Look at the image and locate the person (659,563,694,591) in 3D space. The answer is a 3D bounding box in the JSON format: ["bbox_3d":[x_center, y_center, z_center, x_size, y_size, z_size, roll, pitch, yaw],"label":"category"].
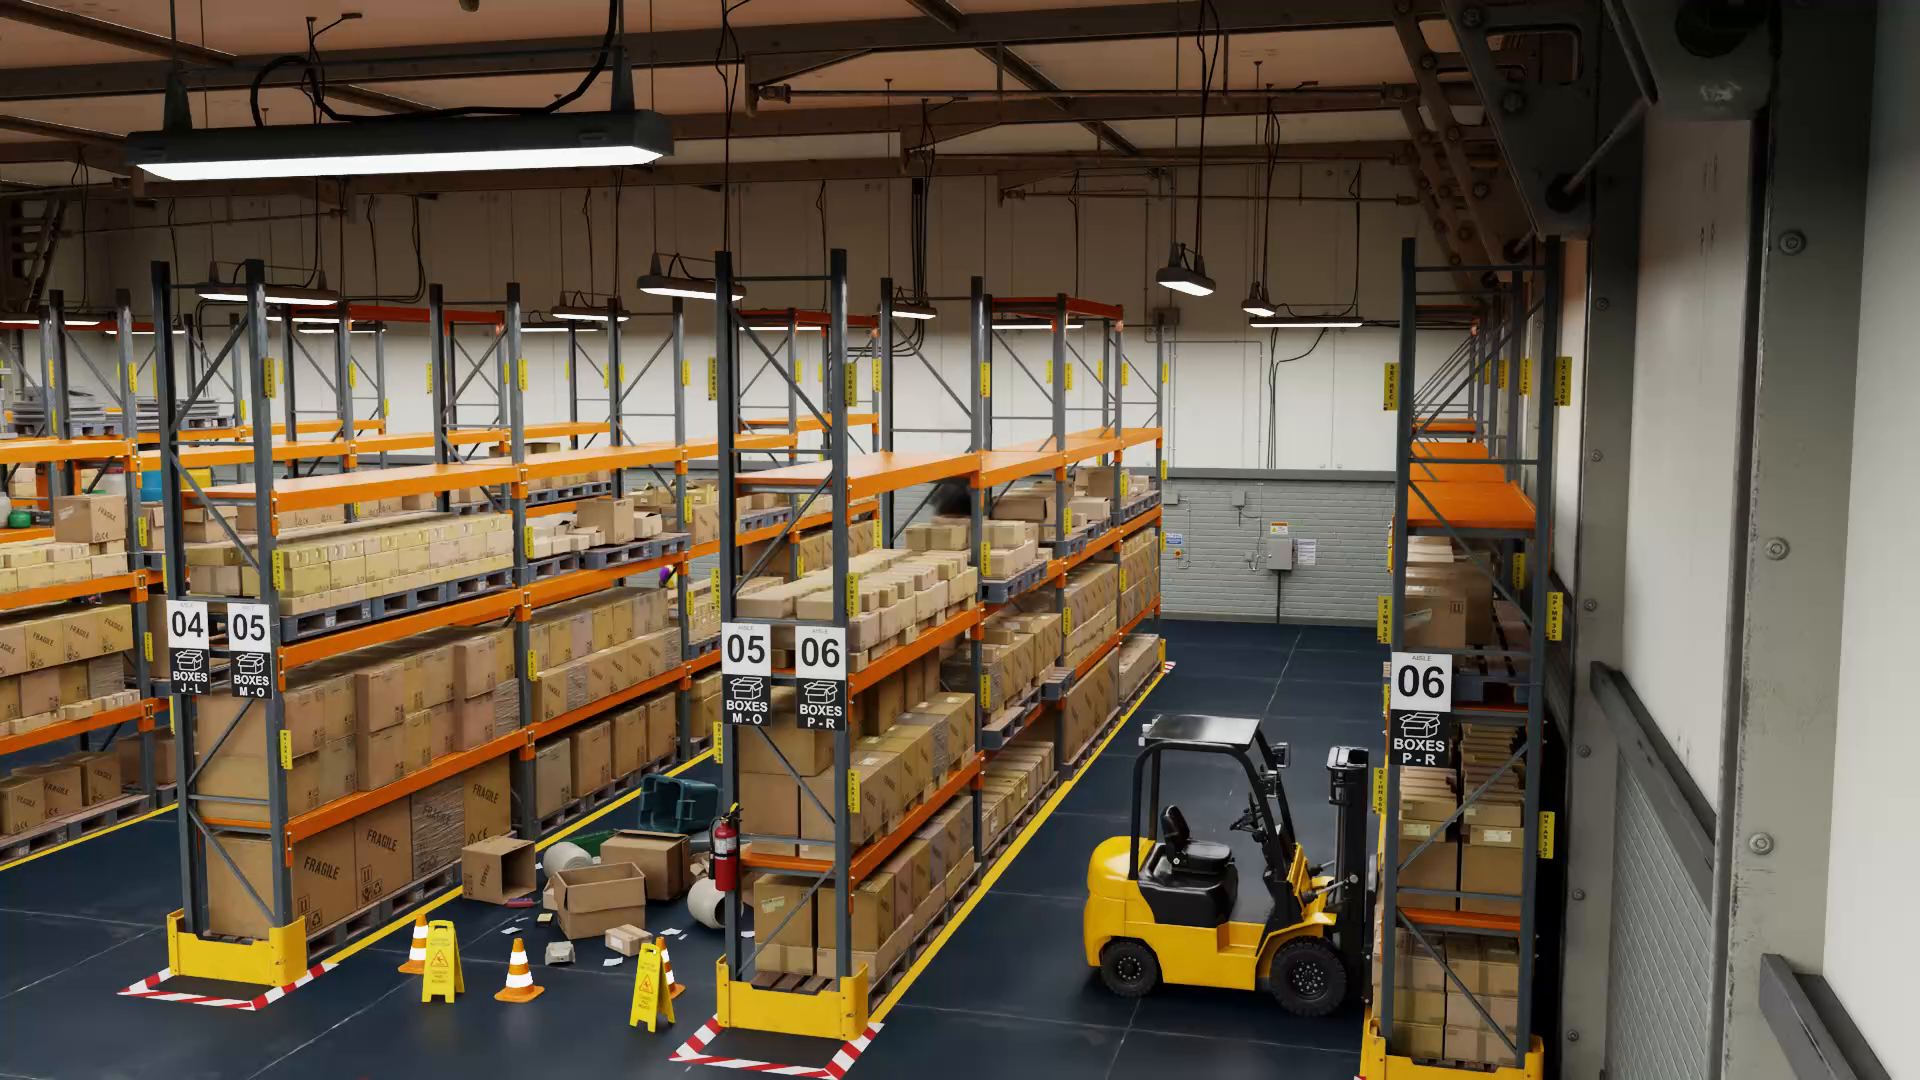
[{"bbox_3d":[-5.359,1.006,31.509,0.568,1.686,0.709,4,7,36],"label":"person"}]
